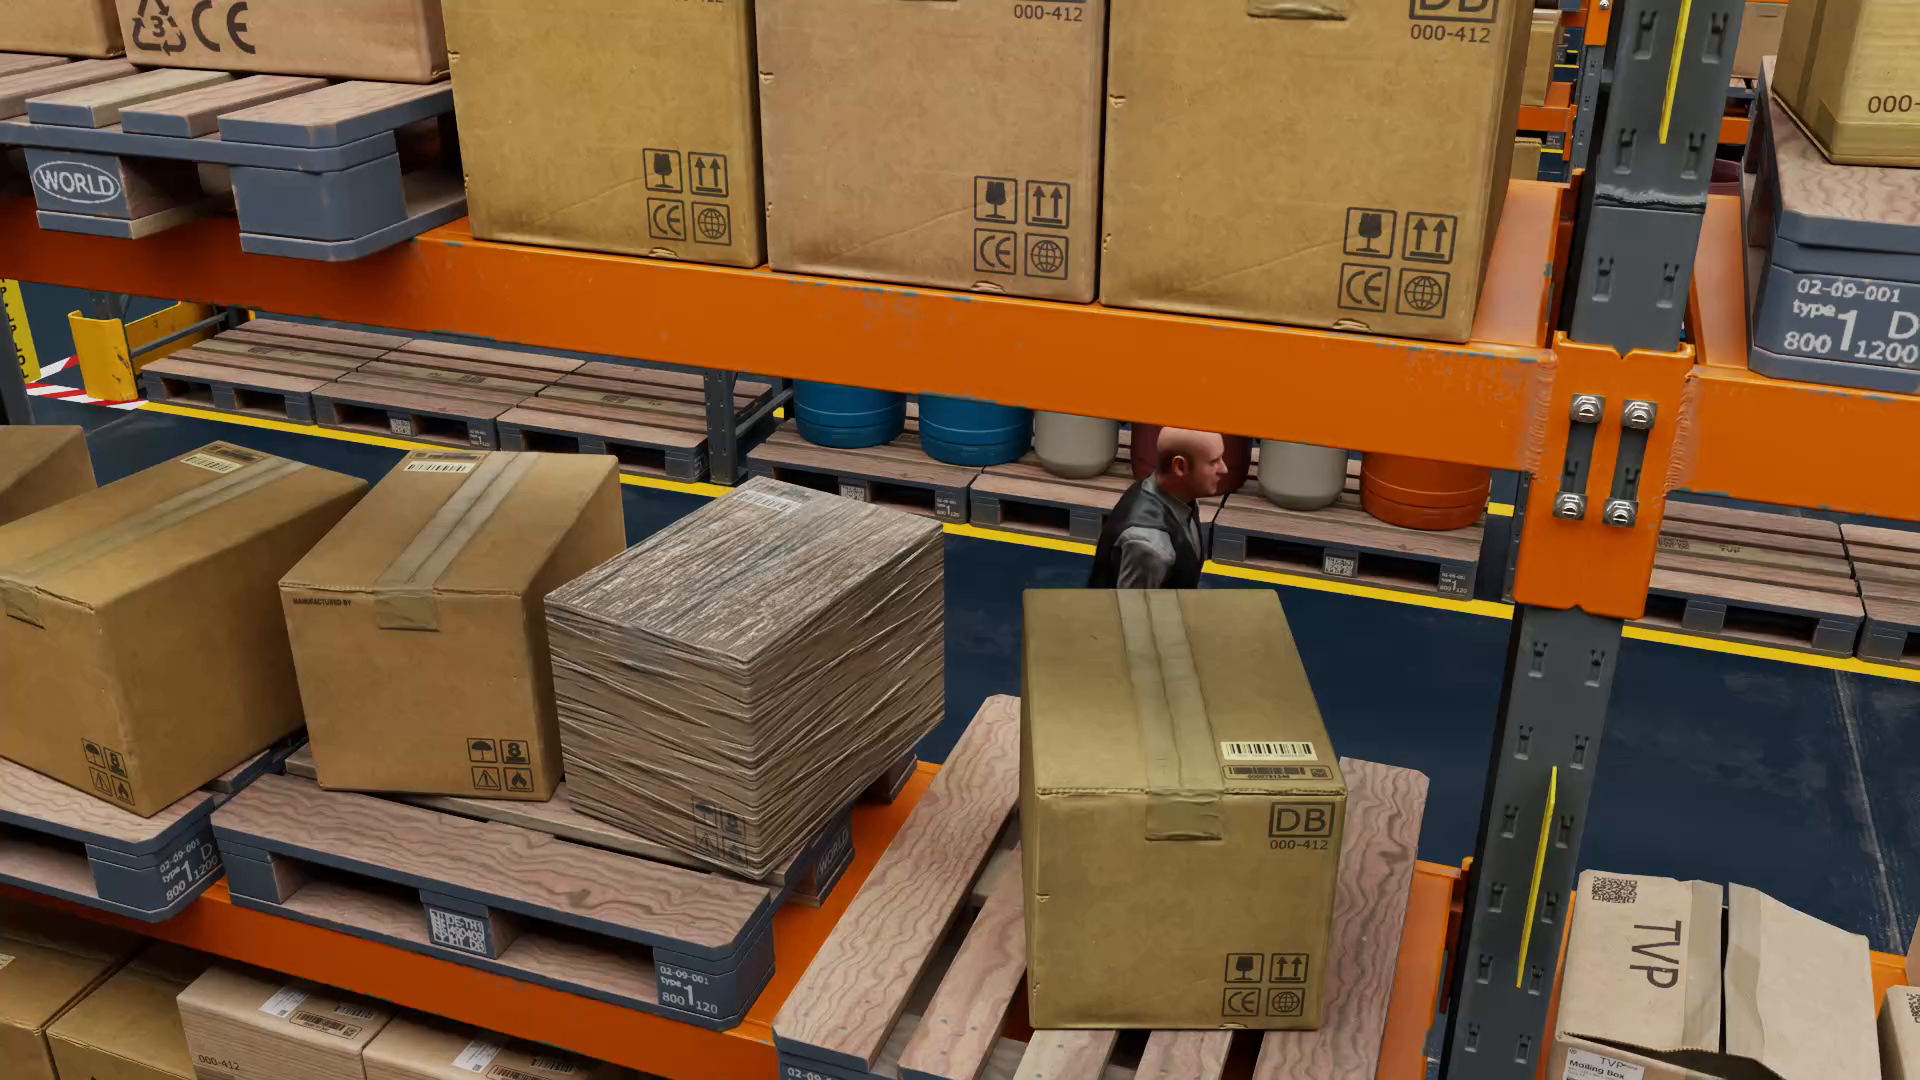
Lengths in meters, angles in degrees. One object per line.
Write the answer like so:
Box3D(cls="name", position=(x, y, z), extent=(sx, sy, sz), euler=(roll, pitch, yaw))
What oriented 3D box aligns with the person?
Box3D(cls="person", position=(0.622, 0.413, 5.274), extent=(0.463, 1.721, 0.581), euler=(9, 27, 18))
